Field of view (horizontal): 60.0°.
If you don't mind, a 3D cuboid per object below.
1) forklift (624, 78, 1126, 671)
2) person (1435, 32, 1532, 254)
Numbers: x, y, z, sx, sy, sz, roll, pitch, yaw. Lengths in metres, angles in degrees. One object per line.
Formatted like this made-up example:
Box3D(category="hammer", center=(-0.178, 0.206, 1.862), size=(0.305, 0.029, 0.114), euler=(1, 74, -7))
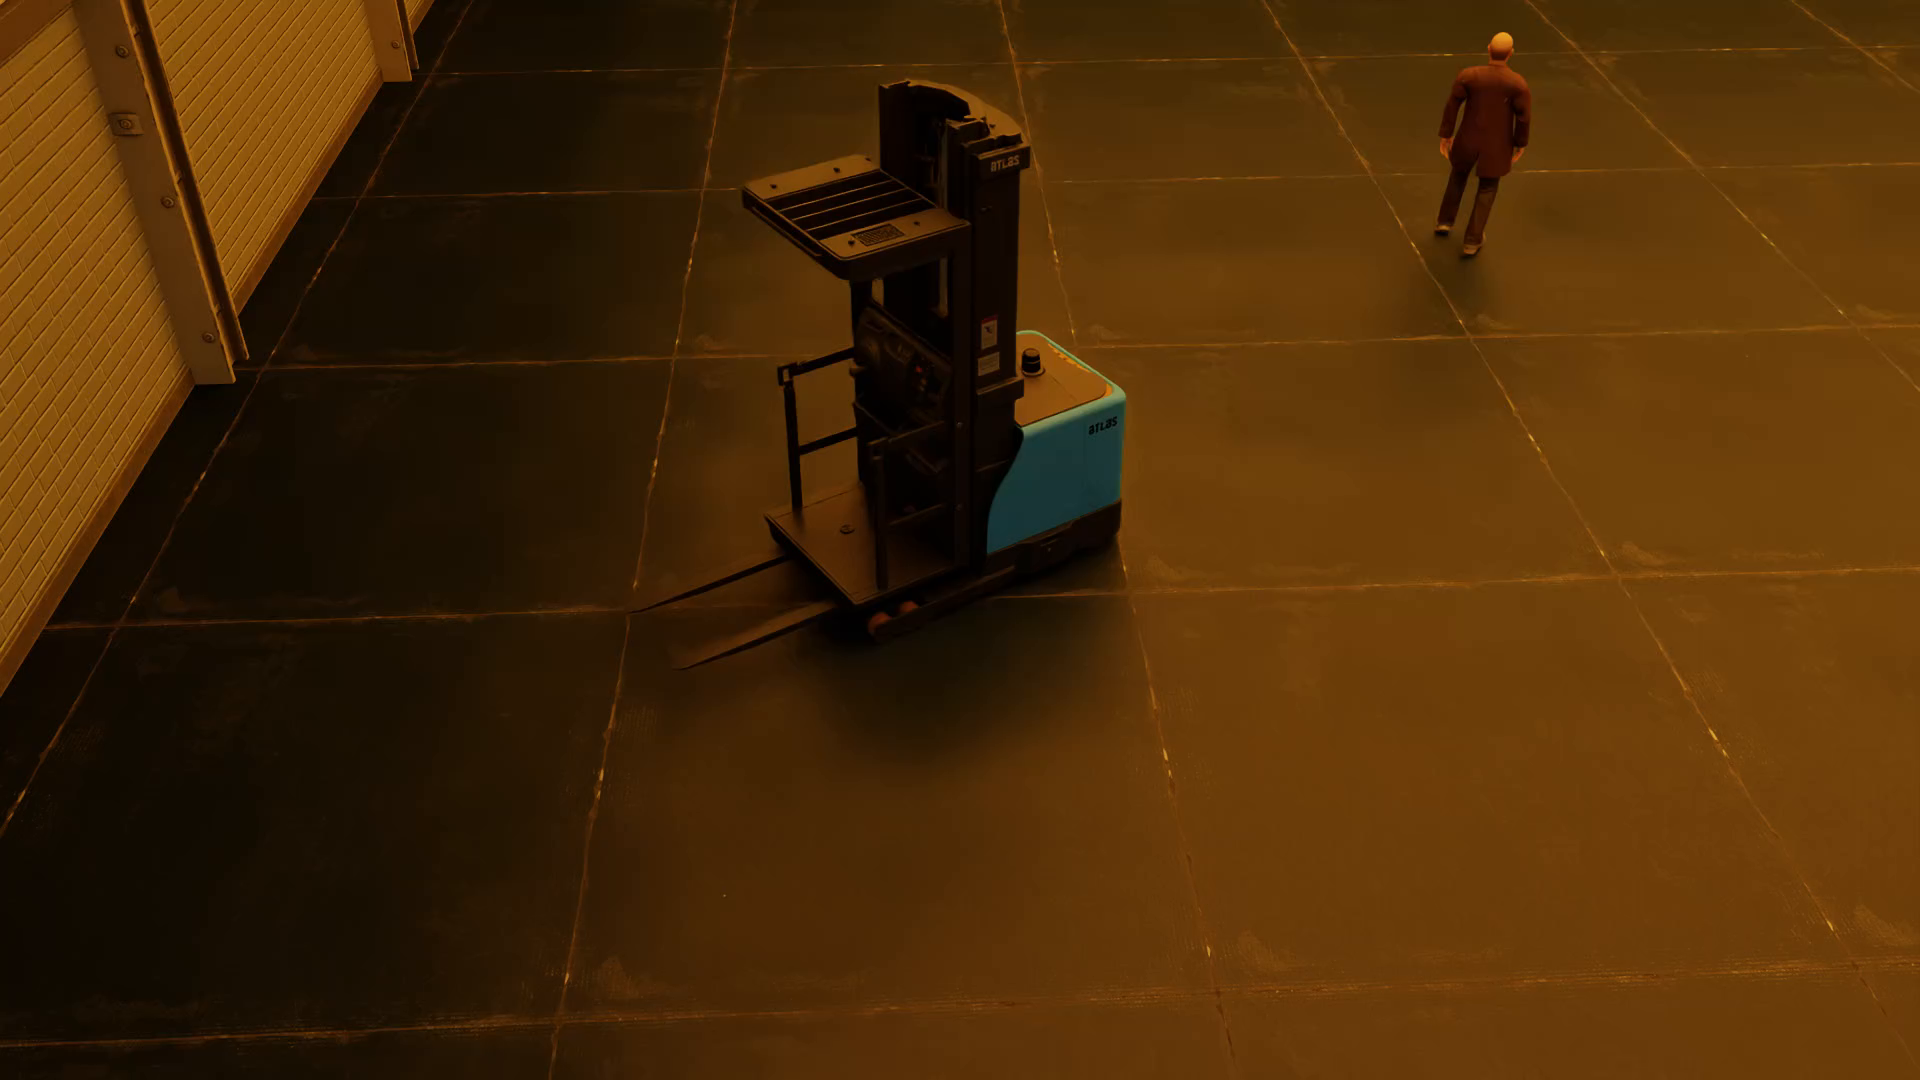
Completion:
Box3D(category="forklift", center=(-0.500, -0.949, 9.313), size=(3.031, 2.935, 1.130), euler=(-22, 41, -27))
Box3D(category="person", center=(4.214, -3.189, 13.391), size=(0.689, 1.843, 0.592), euler=(18, 40, 23))
